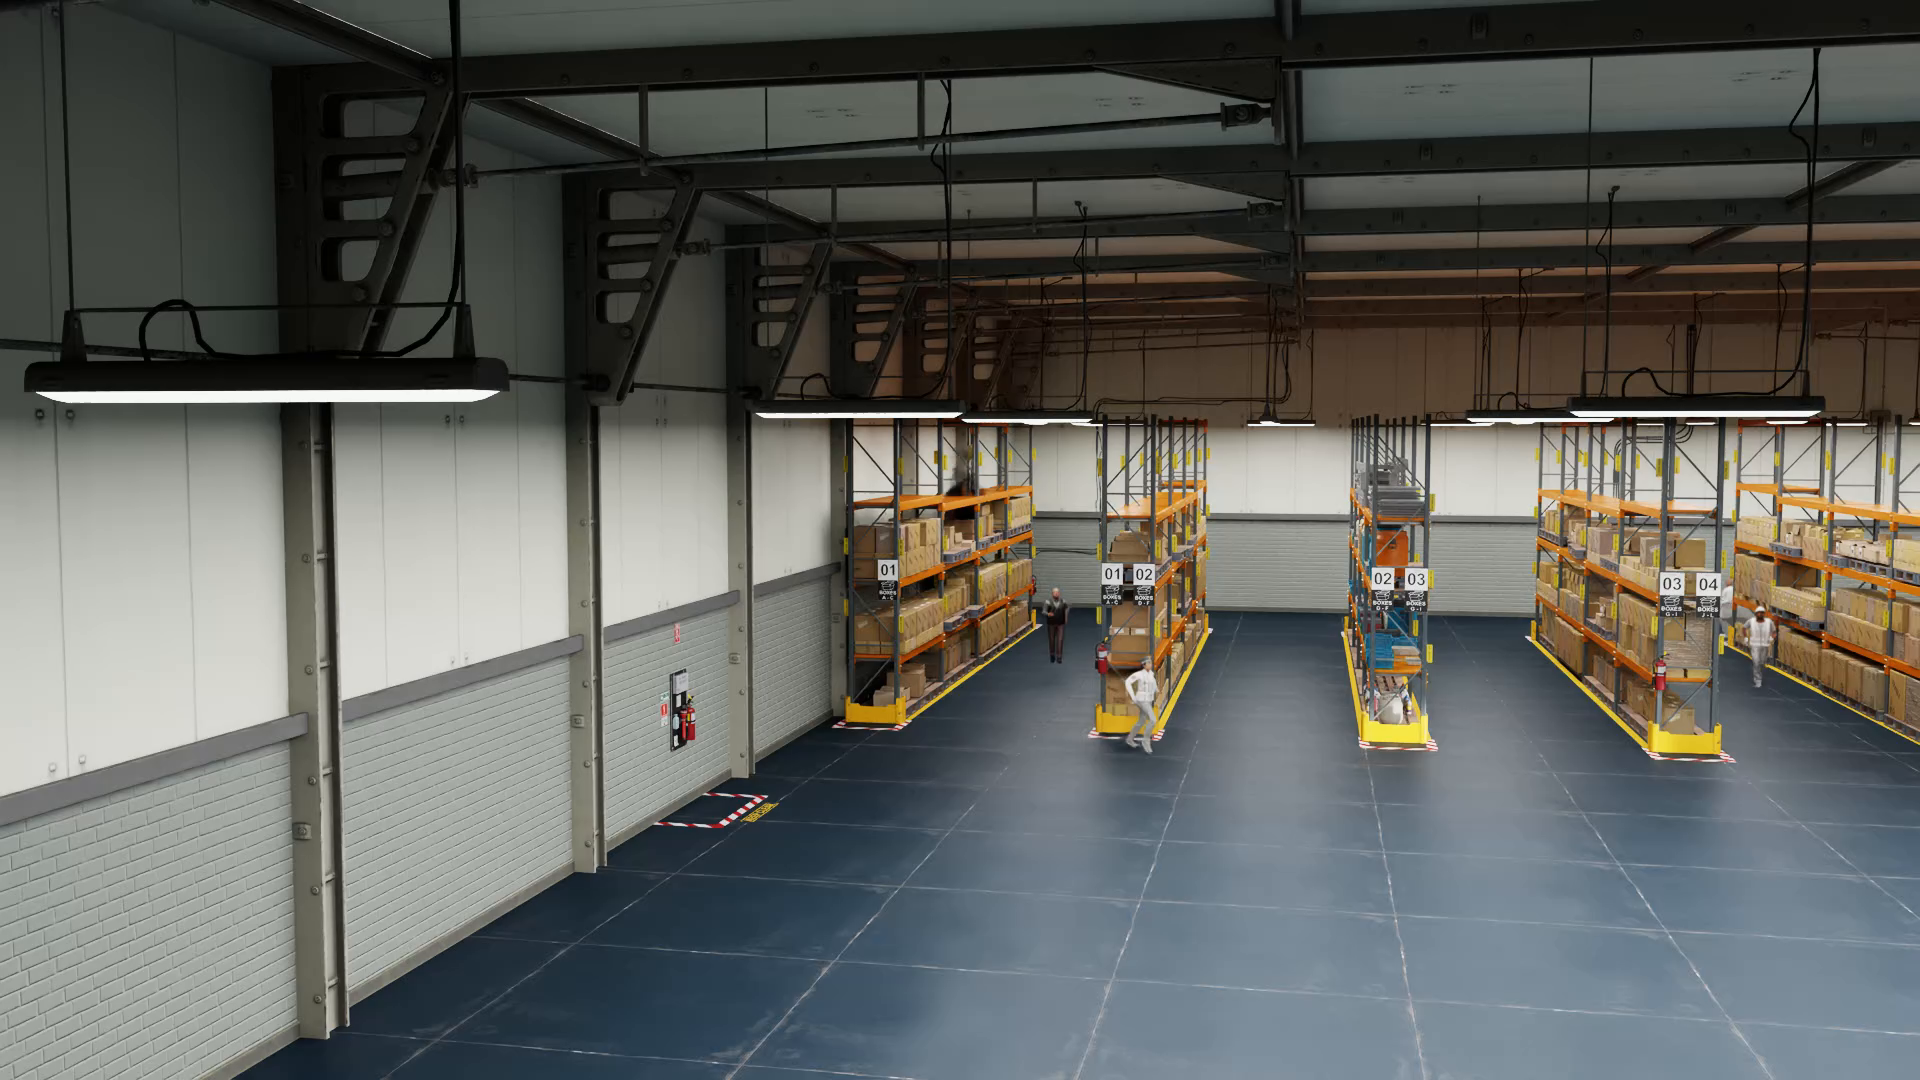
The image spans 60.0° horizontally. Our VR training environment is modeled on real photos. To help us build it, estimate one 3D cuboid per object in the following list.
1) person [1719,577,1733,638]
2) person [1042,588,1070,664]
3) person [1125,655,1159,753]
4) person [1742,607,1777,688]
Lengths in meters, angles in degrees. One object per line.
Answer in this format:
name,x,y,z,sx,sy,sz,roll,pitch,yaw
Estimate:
person,20.862,1.852,45.402,0.568,1.700,0.794,3,5,34
person,2.226,2.004,38.473,0.663,1.761,0.912,0,4,-2
person,3.265,2.915,29.673,0.666,1.736,0.587,3,5,35
person,17.830,2.367,37.080,0.689,1.785,0.926,1,4,15
